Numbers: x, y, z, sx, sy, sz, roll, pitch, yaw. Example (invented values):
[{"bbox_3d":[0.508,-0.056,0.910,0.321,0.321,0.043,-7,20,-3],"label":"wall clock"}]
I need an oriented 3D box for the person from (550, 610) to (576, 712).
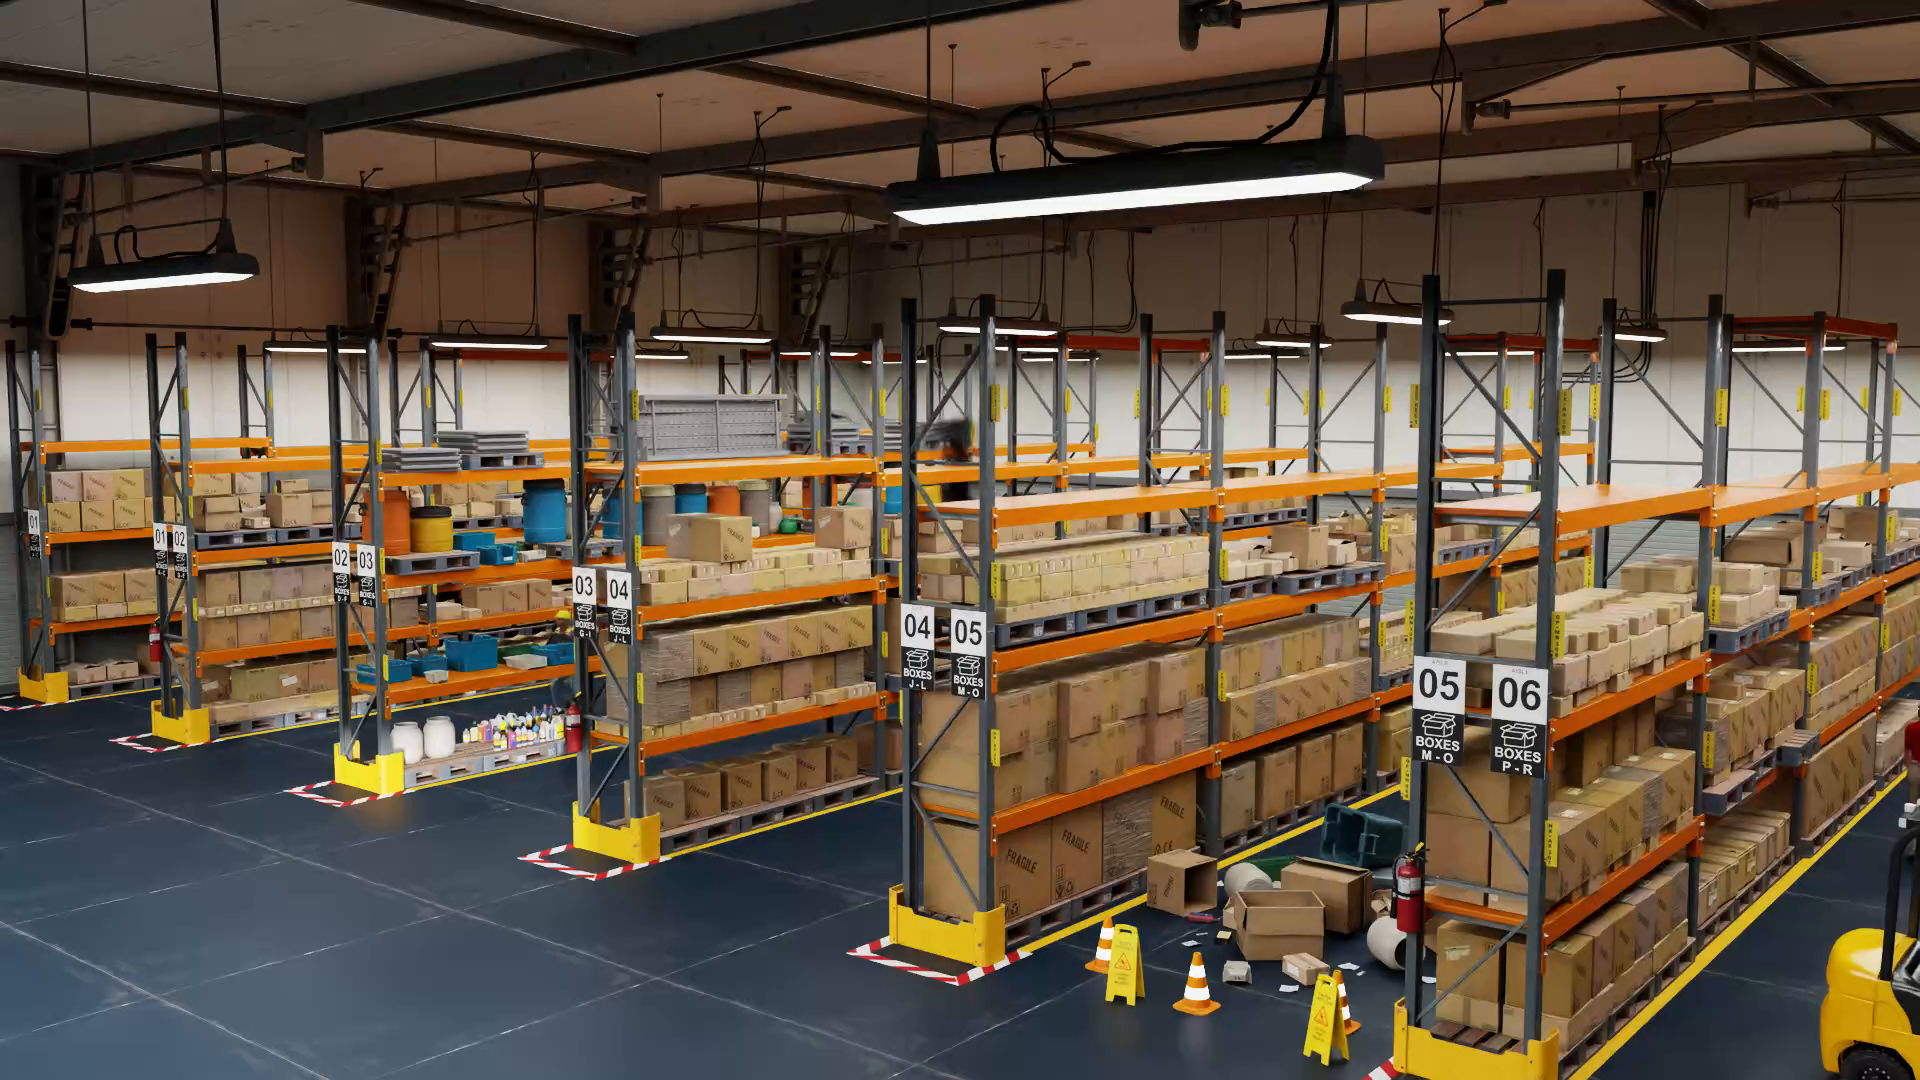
[{"bbox_3d":[-6.080,1.984,25.776,0.806,1.825,0.722,4,6,37],"label":"person"}]

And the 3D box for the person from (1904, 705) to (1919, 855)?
[{"bbox_3d":[10.680,2.646,18.388,0.484,1.717,0.633,-2,5,-20],"label":"person"}]
